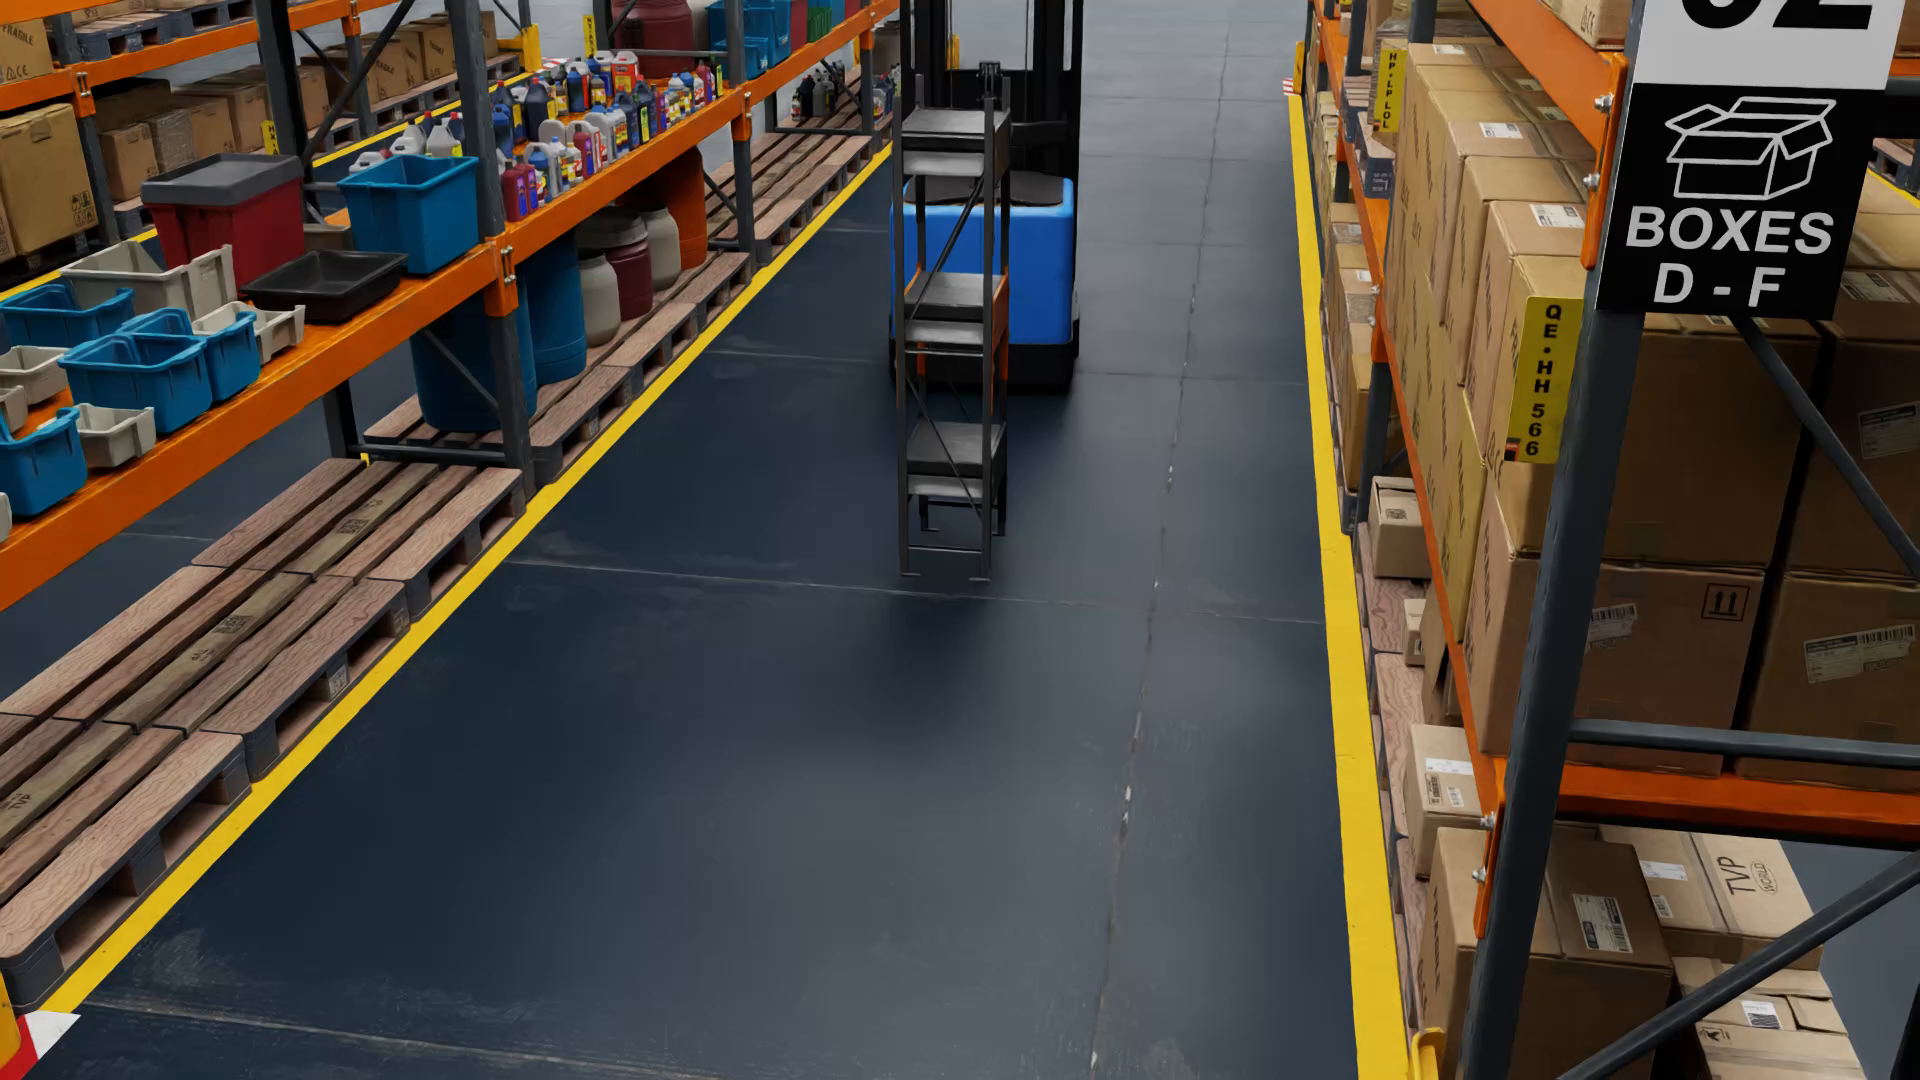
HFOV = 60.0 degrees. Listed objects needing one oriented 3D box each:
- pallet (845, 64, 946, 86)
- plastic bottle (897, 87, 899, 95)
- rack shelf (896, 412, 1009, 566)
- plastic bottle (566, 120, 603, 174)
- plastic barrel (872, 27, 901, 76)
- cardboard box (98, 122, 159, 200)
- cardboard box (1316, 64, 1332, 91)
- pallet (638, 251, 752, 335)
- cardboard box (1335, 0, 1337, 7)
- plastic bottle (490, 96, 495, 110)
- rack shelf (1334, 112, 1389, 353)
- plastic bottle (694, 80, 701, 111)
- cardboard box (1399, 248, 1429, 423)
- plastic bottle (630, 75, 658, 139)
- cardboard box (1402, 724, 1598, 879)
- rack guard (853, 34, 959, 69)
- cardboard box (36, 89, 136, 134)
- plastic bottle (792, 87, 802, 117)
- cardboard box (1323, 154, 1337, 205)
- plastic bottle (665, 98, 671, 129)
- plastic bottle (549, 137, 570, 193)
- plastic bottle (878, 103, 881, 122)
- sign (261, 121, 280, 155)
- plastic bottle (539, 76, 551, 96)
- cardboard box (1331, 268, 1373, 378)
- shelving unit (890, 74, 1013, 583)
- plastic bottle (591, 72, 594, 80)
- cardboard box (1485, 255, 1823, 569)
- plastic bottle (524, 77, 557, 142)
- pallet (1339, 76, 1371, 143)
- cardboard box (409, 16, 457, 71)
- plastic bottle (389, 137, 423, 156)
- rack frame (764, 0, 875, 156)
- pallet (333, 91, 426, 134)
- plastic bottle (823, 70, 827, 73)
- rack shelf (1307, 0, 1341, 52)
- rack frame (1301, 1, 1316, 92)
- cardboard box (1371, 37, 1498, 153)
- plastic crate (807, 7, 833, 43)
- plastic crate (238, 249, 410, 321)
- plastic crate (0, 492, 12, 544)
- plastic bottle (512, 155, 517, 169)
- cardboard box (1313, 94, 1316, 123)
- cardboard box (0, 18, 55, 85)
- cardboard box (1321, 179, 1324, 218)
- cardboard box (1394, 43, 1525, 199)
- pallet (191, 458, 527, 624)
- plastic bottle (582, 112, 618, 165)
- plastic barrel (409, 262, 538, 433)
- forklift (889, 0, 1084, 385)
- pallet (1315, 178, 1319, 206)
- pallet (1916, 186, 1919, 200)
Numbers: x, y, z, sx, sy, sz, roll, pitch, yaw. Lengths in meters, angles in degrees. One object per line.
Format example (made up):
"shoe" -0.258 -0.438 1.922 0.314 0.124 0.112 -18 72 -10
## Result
"pallet" -0.743 -4.980 18.141 1.003 0.211 1.213 4 25 9
"plastic bottle" -0.651 -4.381 16.353 0.097 0.201 0.097 0 25 0
"rack shelf" -0.027 -0.235 7.459 0.431 0.518 0.480 4 25 9
"plastic bottle" -1.997 -2.097 8.838 0.152 0.276 0.135 4 25 9
"plastic barrel" -0.753 -5.191 17.741 0.421 0.512 0.421 0 25 0
"cardboard box" -6.743 -2.964 12.973 0.700 0.500 0.500 3 25 6
"cardboard box" 3.547 -4.302 15.266 0.500 0.500 0.500 4 25 9
"pallet" -2.034 -1.676 11.082 1.003 0.211 1.213 4 25 9
"cardboard box" 3.740 -5.052 14.887 0.700 0.500 0.500 4 25 8
"plastic bottle" -2.660 -2.350 9.370 0.061 0.283 0.133 4 25 9
"rack shelf" 2.613 -1.765 8.830 1.077 0.370 4.000 4 25 9
"plastic bottle" -1.682 -2.799 10.425 0.097 0.201 0.097 0 25 0
"cardboard box" 1.769 -0.682 5.550 0.500 0.500 0.500 4 25 8
"plastic bottle" -1.846 -2.509 9.630 0.144 0.351 0.185 4 25 9
"cardboard box" 1.663 0.825 5.173 0.500 0.250 0.500 4 25 9
"rack guard" -0.605 -5.450 18.805 1.175 0.500 0.348 4 25 9
"cardboard box" -6.753 -3.304 12.815 0.500 0.250 0.500 5 26 11
"plastic bottle" -1.540 -4.138 15.737 0.061 0.283 0.133 5 26 11
"cardboard box" 2.861 -2.580 11.810 0.500 0.311 0.500 4 25 8
"plastic bottle" -1.778 -2.555 9.904 0.097 0.201 0.097 0 25 0
"plastic bottle" -2.043 -1.907 8.438 0.097 0.271 0.097 0 25 0
"plastic bottle" -0.792 -4.022 15.586 0.097 0.201 0.097 0 25 0
"sign" -3.143 -1.763 7.652 0.100 0.325 0.005 4 25 9
"plastic bottle" -2.517 -2.662 10.052 0.097 0.271 0.097 0 25 0
"cardboard box" 2.336 -1.176 9.154 0.500 0.500 0.500 3 25 7
"shelving unit" -0.027 -0.882 7.157 0.431 2.100 0.503 4 25 9
"plastic bottle" -2.398 -2.936 10.718 0.097 0.201 0.097 0 25 0
"cardboard box" 1.434 -0.284 3.522 0.500 0.500 0.500 4 25 8
"plastic bottle" -2.421 -2.490 9.590 0.144 0.351 0.185 4 25 9
"pallet" 2.898 -2.552 9.890 1.213 0.211 1.003 4 25 9
"cardboard box" -5.708 -5.506 18.429 0.500 0.500 0.500 11 27 22
"plastic bottle" -2.795 -1.883 8.380 0.152 0.276 0.135 4 25 9
"rack frame" -1.293 -4.945 14.776 1.000 3.000 0.127 4 25 9
"pallet" -6.104 -4.308 16.705 1.003 0.211 1.213 4 25 9
"plastic bottle" -1.348 -4.575 16.684 0.097 0.271 0.097 0 25 0
"rack shelf" 3.920 -5.111 15.979 1.077 0.370 4.000 4 25 9
"rack frame" 4.247 -6.273 17.613 1.000 3.000 0.127 4 25 9
"cardboard box" 2.514 -2.233 8.368 0.700 0.500 0.500 -2 25 -5
"plastic crate" -1.299 -4.101 13.223 0.450 0.188 0.662 4 25 9
"plastic crate" -2.518 -1.015 6.633 0.437 0.125 0.590 4 25 9
"plastic crate" -2.755 -0.042 4.543 0.250 0.136 0.298 4 25 9
"plastic bottle" -2.215 -1.830 8.355 0.097 0.201 0.097 0 25 0
"cardboard box" 3.545 -3.962 15.425 0.500 0.250 0.500 4 25 9
"cardboard box" -6.669 -3.437 11.436 0.500 0.500 0.500 5 26 10
"cardboard box" 2.951 -2.535 12.375 0.500 0.250 0.500 5 25 10
"cardboard box" 1.931 -1.575 6.278 0.500 0.500 0.500 5 25 10
"pallet" -2.682 -0.026 7.556 1.003 0.211 1.213 4 25 9
"plastic bottle" -1.959 -2.194 9.045 0.152 0.276 0.135 4 25 9
"plastic barrel" -2.494 -1.065 8.467 0.600 0.901 0.708 4 25 9
"forklift" 0.201 -2.798 10.271 1.130 2.935 3.031 1 25 3
"pallet" 3.512 -3.026 13.966 1.003 0.211 1.213 4 25 9
"pallet" 8.355 -2.670 13.204 1.003 0.211 1.213 4 25 9
